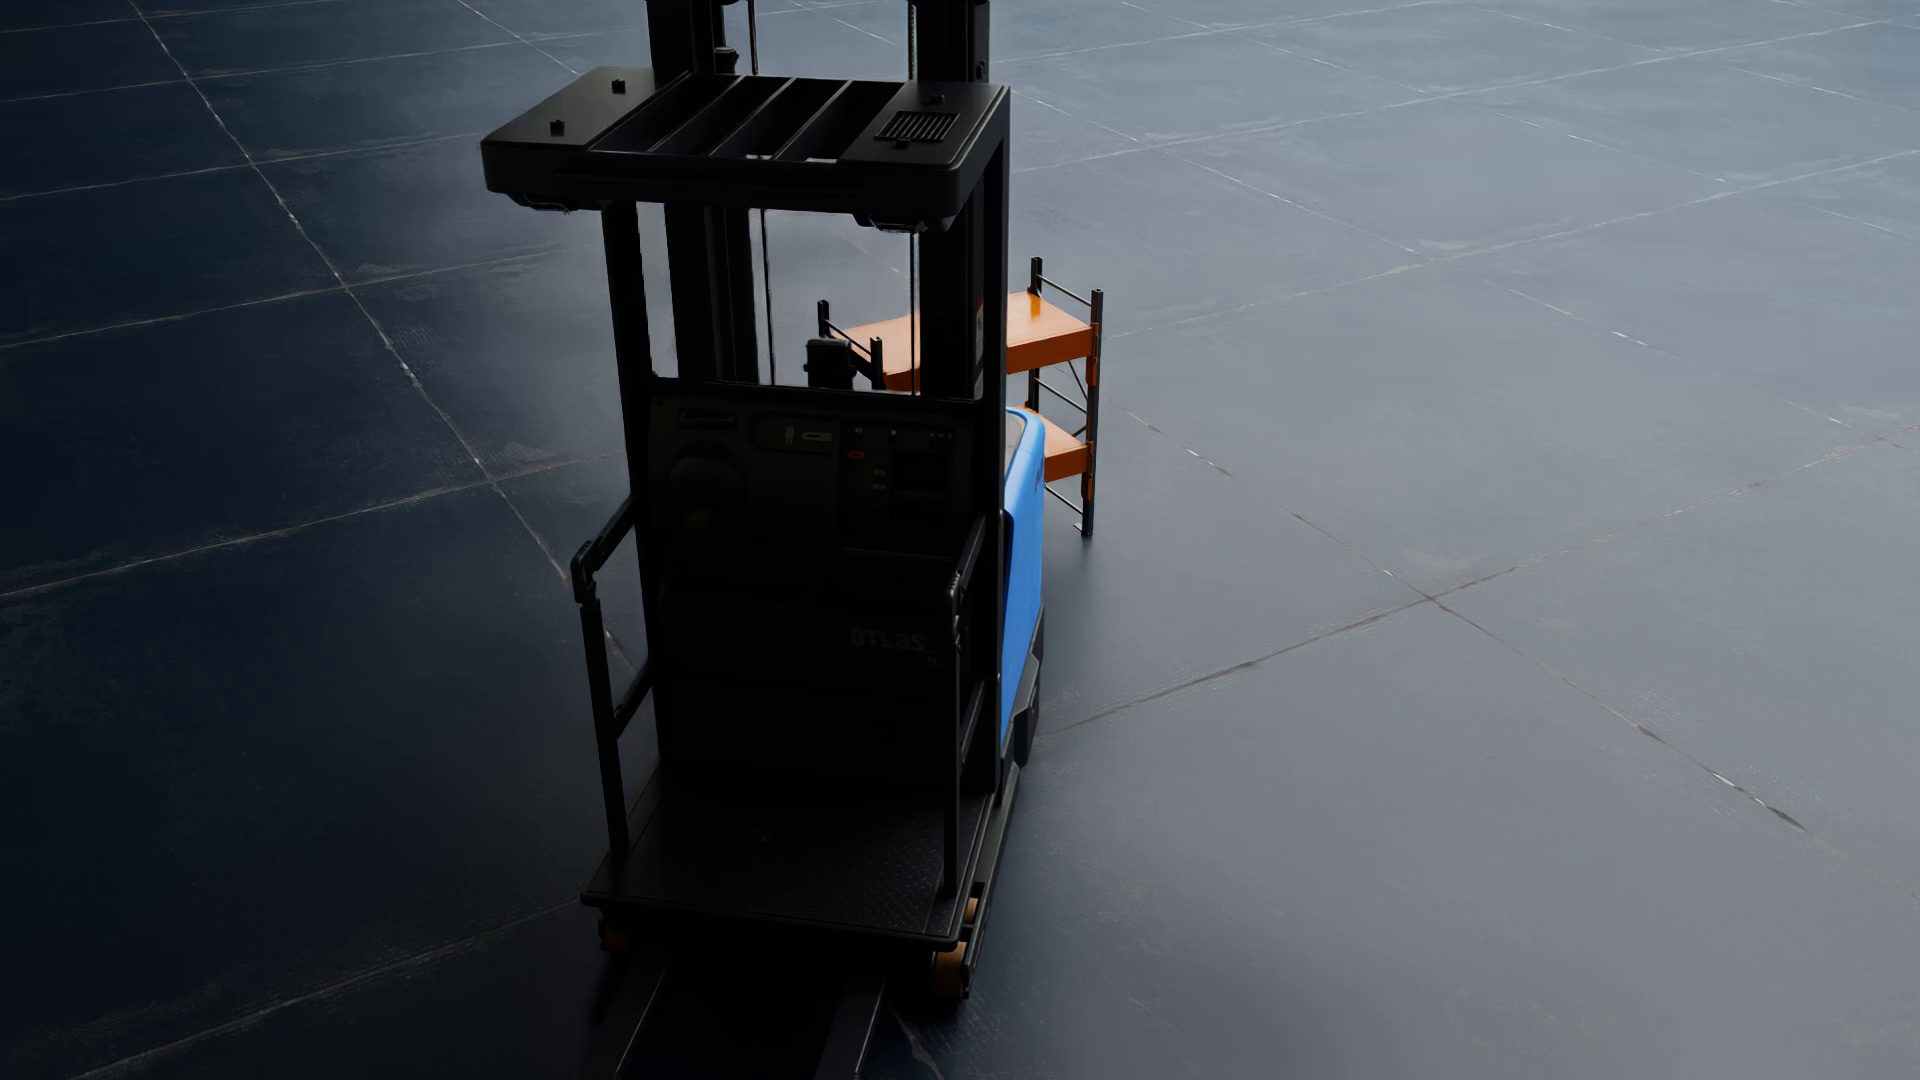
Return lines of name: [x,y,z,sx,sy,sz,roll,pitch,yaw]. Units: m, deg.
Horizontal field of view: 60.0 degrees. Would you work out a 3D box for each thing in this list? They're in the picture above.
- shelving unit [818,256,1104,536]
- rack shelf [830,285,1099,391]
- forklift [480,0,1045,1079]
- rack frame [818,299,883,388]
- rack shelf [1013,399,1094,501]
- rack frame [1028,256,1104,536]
shelving unit: [0.006,-0.494,6.981,1.048,1.125,0.538,-16,33,-26]
rack shelf: [0.006,-0.750,6.840,1.000,0.278,0.538,-16,33,-26]
forklift: [-0.461,-0.147,4.482,1.130,2.935,3.031,5,29,9]
rack frame: [-0.432,-0.370,6.756,0.032,1.125,0.500,-16,33,-26]
rack shelf: [0.006,-0.280,7.099,1.000,0.278,0.538,-16,33,-26]
rack frame: [0.444,-0.619,7.207,0.032,1.125,0.500,-16,33,-26]
